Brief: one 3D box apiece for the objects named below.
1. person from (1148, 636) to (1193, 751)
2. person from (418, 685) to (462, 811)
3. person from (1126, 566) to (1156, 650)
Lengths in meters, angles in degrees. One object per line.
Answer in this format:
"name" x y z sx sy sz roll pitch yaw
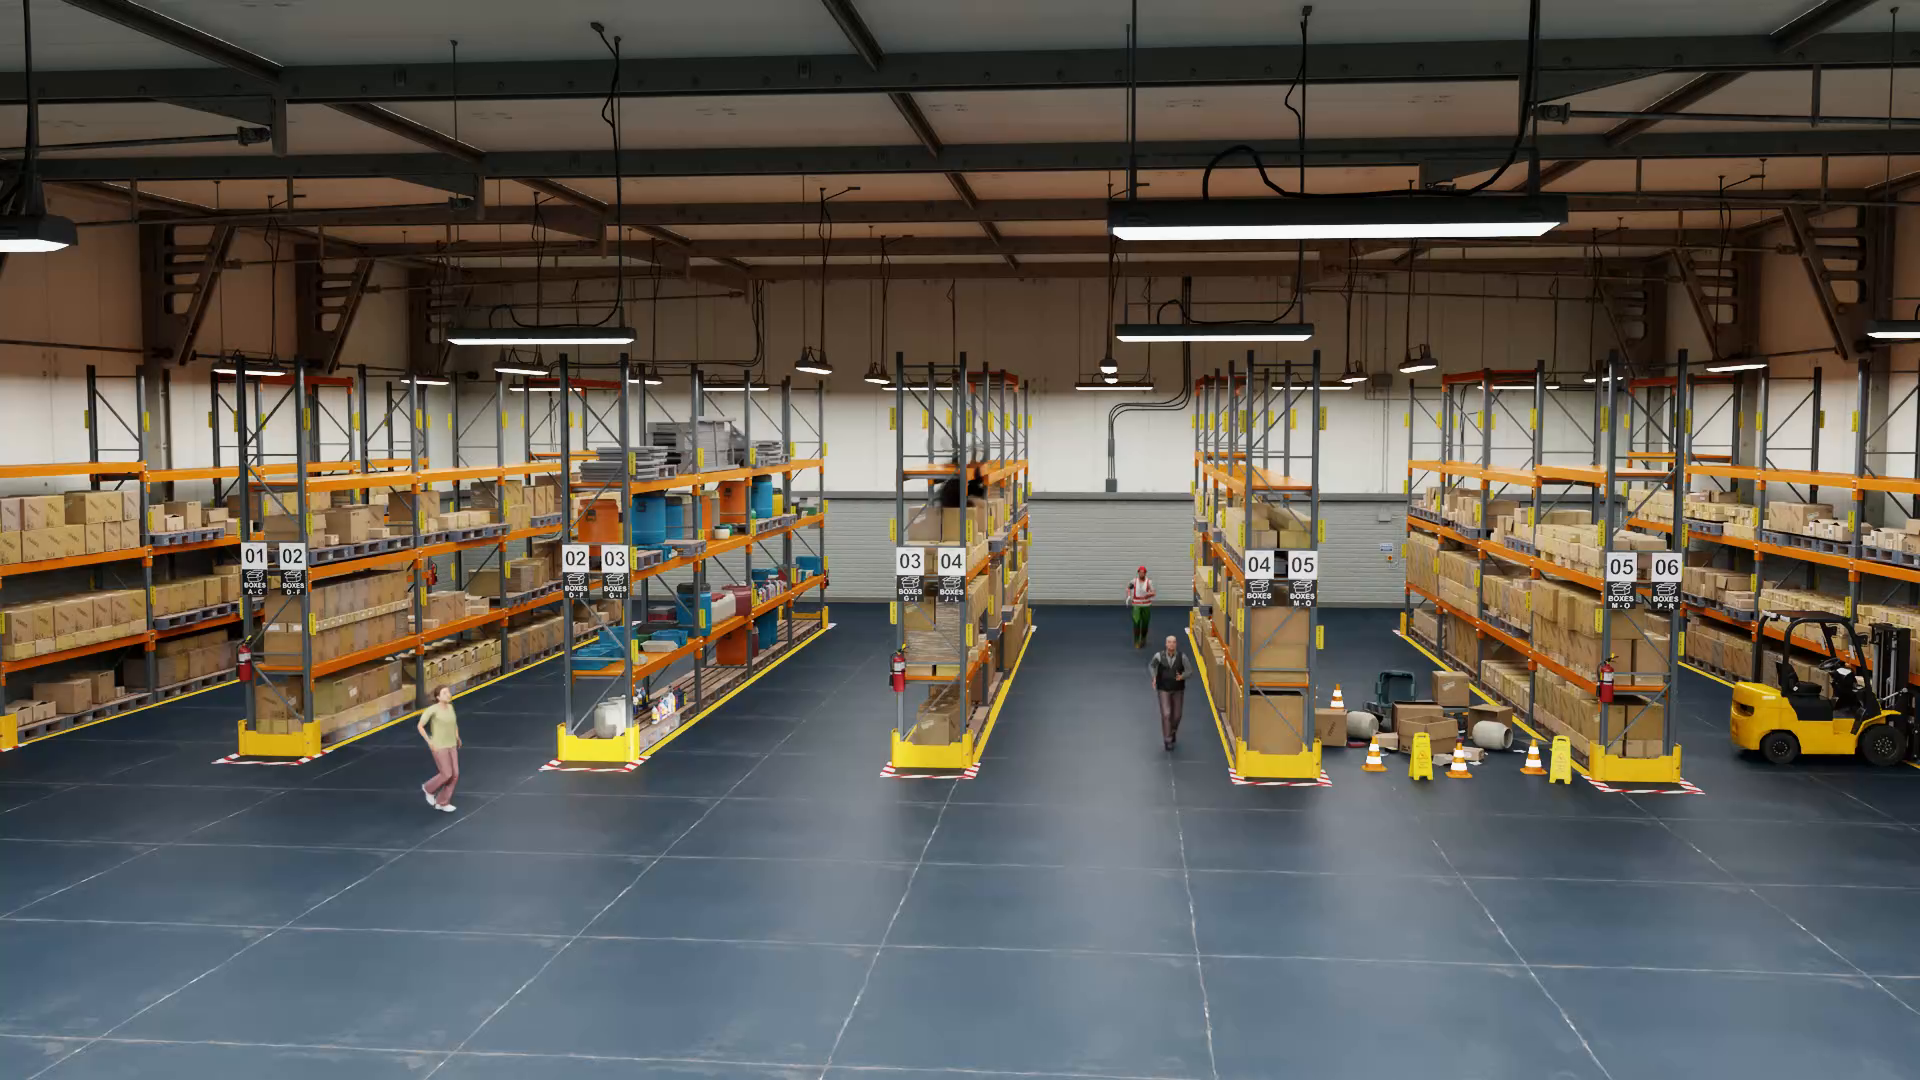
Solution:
"person" 3.234 2.319 25.507 0.671 1.708 0.844 0 4 1
"person" -6.676 2.671 21.401 0.531 1.632 0.575 3 5 32
"person" 4.002 1.492 36.747 0.651 1.846 0.799 0 4 4
